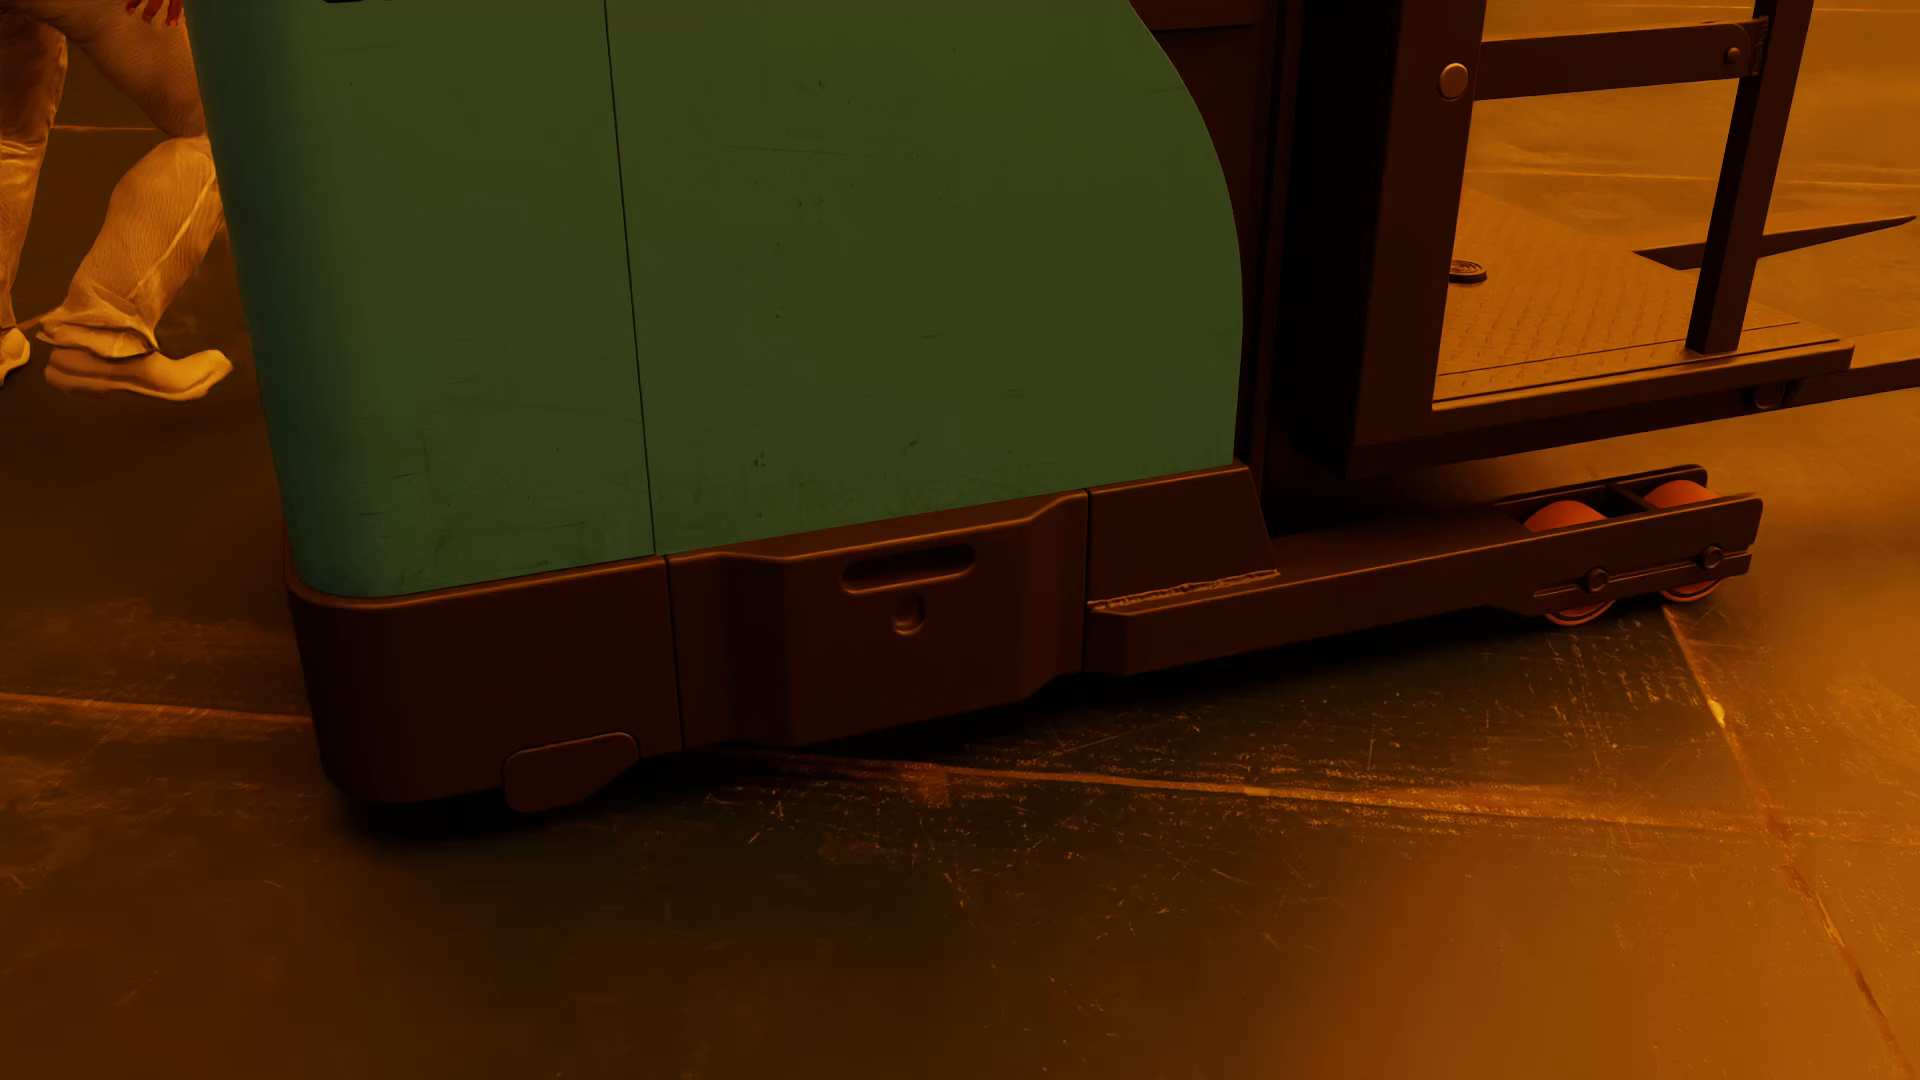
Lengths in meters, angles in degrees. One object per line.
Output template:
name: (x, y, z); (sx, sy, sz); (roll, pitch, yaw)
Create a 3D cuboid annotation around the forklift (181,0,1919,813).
forklift: (0.572, -1.406, 2.035); (3.031, 2.935, 1.130); (-9, 28, -18)

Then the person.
person: (-1.526, -1.017, 2.668); (0.945, 1.678, 0.493); (13, 29, 25)
